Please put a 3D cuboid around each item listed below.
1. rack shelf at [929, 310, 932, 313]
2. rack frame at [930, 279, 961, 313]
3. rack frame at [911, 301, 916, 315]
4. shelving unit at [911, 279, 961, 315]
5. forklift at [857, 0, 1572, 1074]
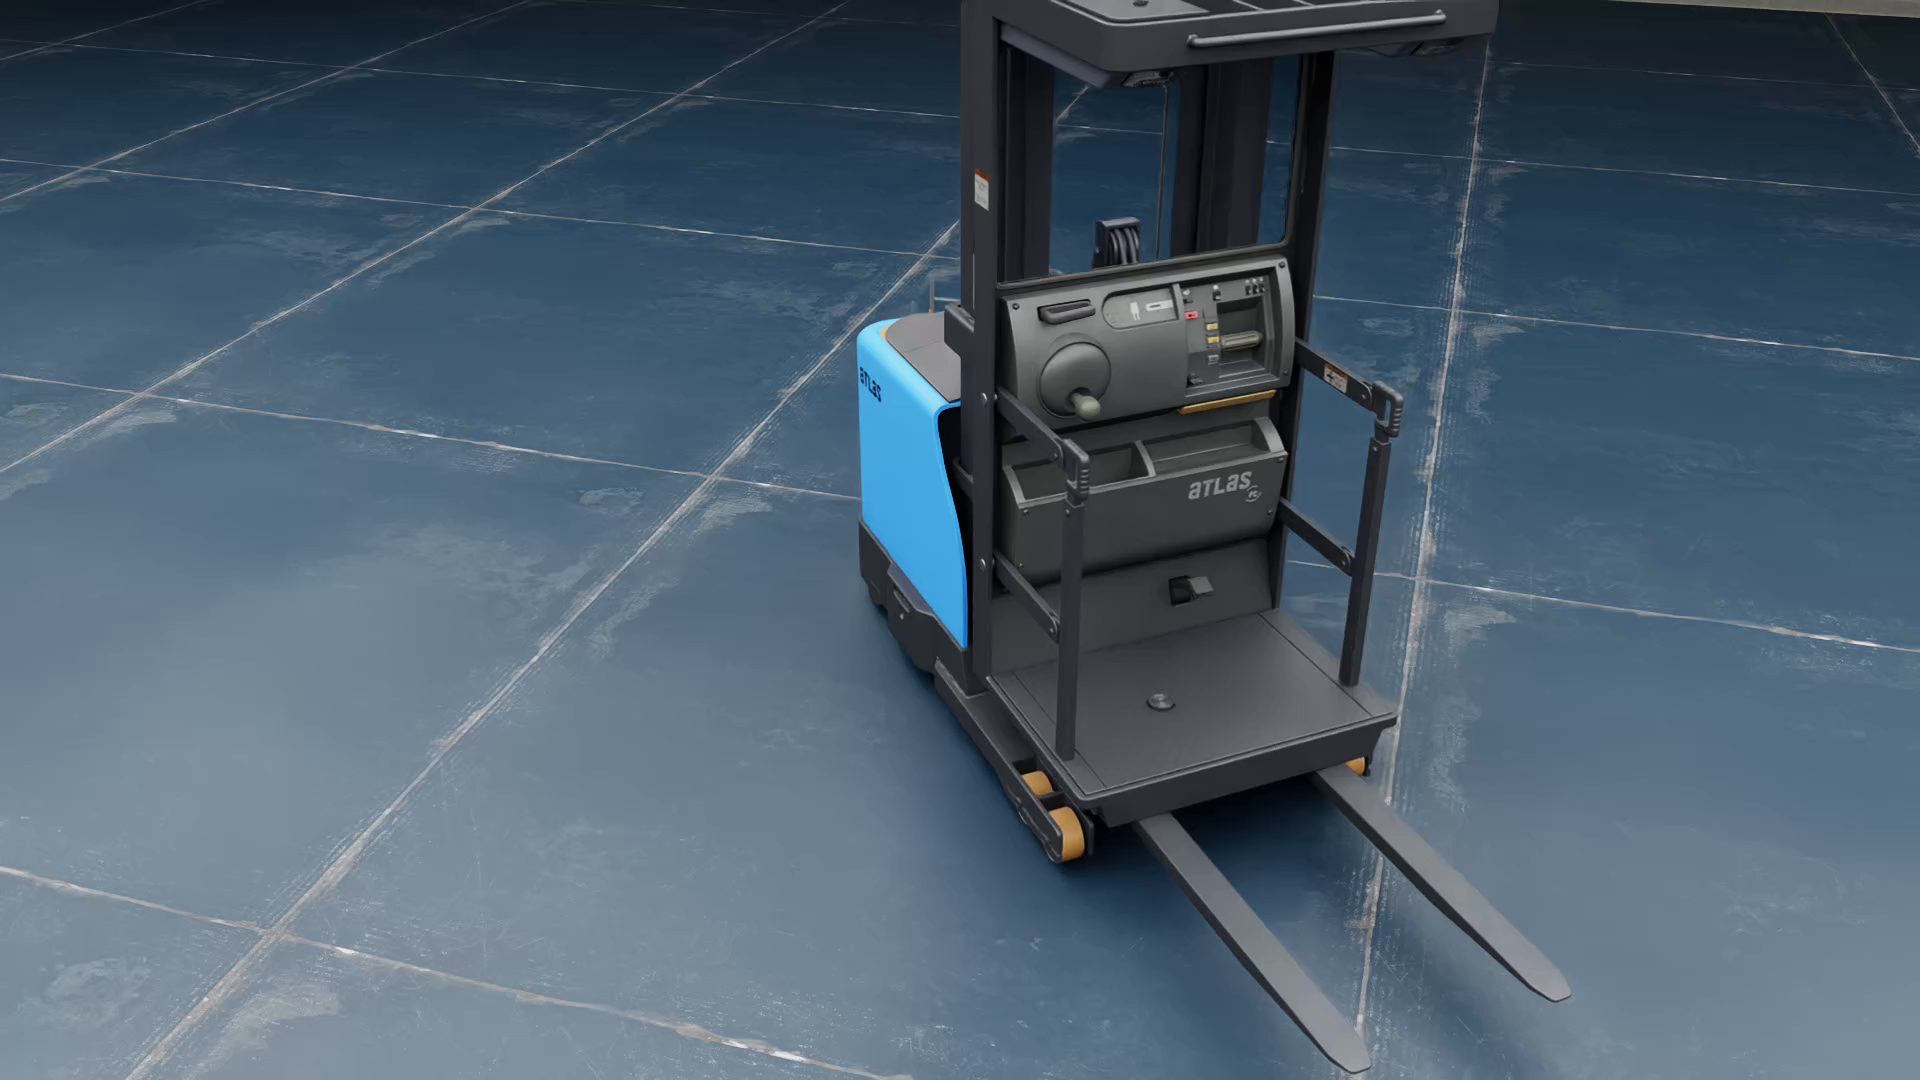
[{"bbox_3d":[-0.052,-0.710,6.384,0.215,0.259,0.240,8,30,14],"label":"rack shelf"},{"bbox_3d":[-0.020,-0.528,6.619,0.200,1.050,0.008,8,30,14],"label":"rack frame"},{"bbox_3d":[-0.085,-0.414,6.414,0.200,1.050,0.008,8,30,14],"label":"rack frame"},{"bbox_3d":[-0.052,-0.471,6.517,0.215,1.050,0.252,8,30,14],"label":"shelving unit"},{"bbox_3d":[0.657,-0.547,4.718,1.130,2.935,3.031,-12,31,-20],"label":"forklift"}]
